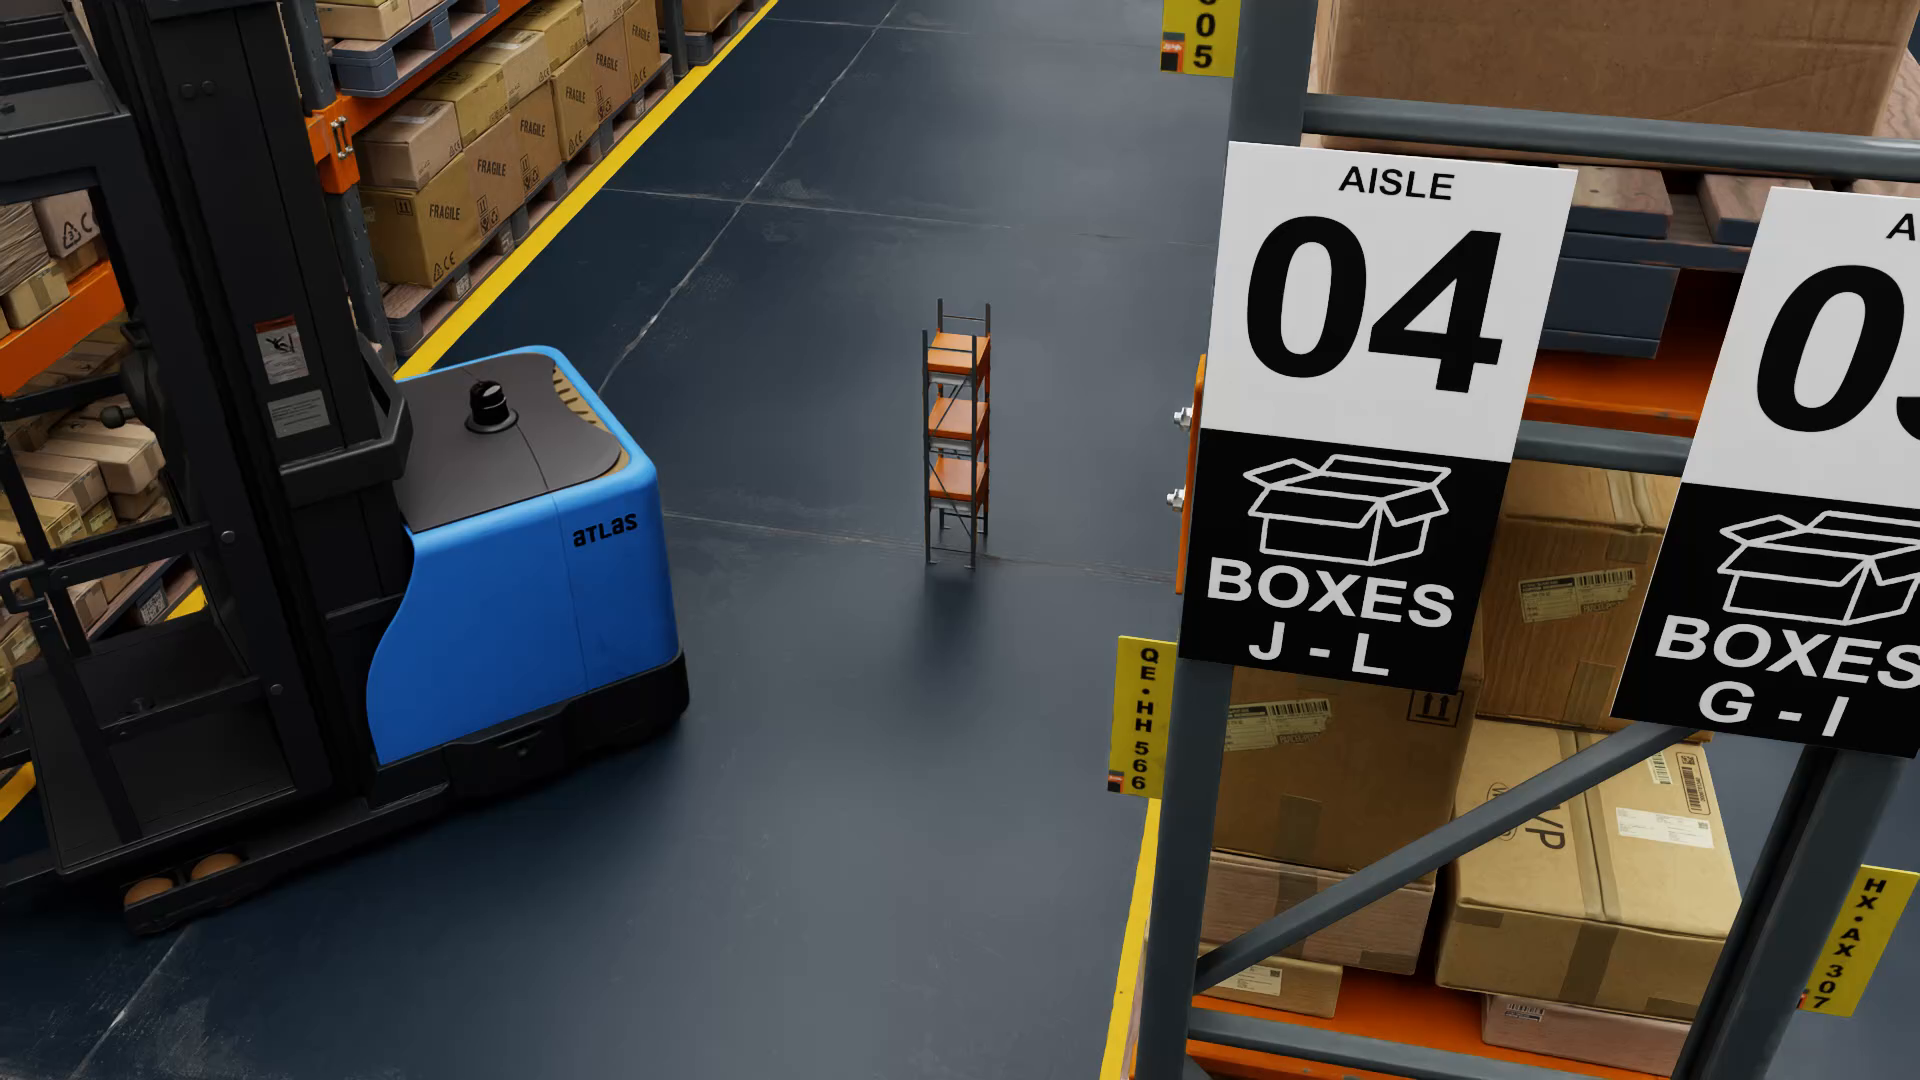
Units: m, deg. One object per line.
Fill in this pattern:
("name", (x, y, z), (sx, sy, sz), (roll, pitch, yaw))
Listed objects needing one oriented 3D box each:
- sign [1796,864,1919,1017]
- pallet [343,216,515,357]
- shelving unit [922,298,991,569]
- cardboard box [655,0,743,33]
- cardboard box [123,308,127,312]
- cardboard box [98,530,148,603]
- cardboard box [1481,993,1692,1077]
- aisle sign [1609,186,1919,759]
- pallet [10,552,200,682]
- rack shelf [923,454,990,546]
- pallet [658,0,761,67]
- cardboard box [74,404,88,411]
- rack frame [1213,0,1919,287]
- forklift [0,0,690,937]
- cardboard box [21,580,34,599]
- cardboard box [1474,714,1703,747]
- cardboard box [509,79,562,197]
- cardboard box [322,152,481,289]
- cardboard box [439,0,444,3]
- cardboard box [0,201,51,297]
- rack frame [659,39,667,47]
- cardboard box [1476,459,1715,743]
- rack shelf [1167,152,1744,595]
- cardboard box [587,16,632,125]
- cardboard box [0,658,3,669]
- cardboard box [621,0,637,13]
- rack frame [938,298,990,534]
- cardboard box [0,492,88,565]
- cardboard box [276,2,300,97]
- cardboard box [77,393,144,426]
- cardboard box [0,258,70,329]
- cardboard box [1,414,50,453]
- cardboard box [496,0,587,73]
("sign", (1.358, 0.615, 2.540), (0.100, 0.325, 0.005), (7, 37, 10))
("pallet", (-2.988, -1.366, 8.454), (1.003, 0.211, 1.213), (7, 37, 10))
("shelving unit", (-0.011, -0.394, 6.400), (0.215, 1.050, 0.252), (7, 37, 10))
("cardboard box", (-2.080, -3.938, 11.187), (1.050, 0.750, 0.750), (7, 36, 9))
("cardboard box", (-3.545, -0.983, 7.115), (0.380, 0.149, 0.250), (9, 37, 12))
("cardboard box", (-3.265, 0.081, 6.154), (0.380, 0.149, 0.250), (7, 37, 10))
("cardboard box", (1.215, 0.864, 3.216), (0.380, 0.149, 0.250), (8, 37, 10))
("aisle sign", (1.095, -0.049, 2.046), (0.394, 0.787, 0.004), (7, 37, 10))
("pallet", (-3.520, 0.172, 6.333), (1.003, 0.211, 1.213), (7, 37, 10))
("rack shelf", (-0.011, -0.161, 6.569), (0.215, 0.259, 0.240), (7, 37, 10))
("pallet", (-2.056, -3.655, 11.613), (1.003, 0.211, 1.213), (7, 37, 10))
("cardboard box", (-3.586, -0.562, 6.787), (0.380, 0.149, 0.250), (6, 36, 8))
("rack frame", (0.817, -1.504, 1.158), (1.000, 3.000, 0.127), (7, 37, 10))
("forklift", (-2.478, -0.342, 4.725), (3.031, 2.935, 1.130), (-19, 40, -25))
("cardboard box", (-3.423, 0.081, 5.900), (0.380, 0.149, 0.250), (9, 37, 12))
("cardboard box", (1.288, 0.325, 3.620), (0.500, 0.250, 0.500), (7, 37, 9))
("cardboard box", (-2.525, -2.202, 9.004), (0.500, 0.500, 0.500), (8, 37, 11))
("cardboard box", (-2.736, -1.597, 8.169), (0.500, 0.500, 0.500), (9, 37, 12))
("cardboard box", (-2.508, -2.587, 7.620), (0.380, 0.149, 0.250), (8, 37, 10))
("cardboard box", (-3.332, -1.021, 5.264), (0.500, 0.500, 0.500), (6, 36, 9))
("rack frame", (-2.295, -4.341, 10.183), (0.949, 2.616, 0.053), (7, 37, 10))
("cardboard box", (1.290, 0.033, 3.383), (0.500, 0.500, 0.500), (6, 36, 9))
("rack shelf", (1.244, -1.145, 3.831), (1.077, 0.370, 4.000), (7, 37, 10))
("cardboard box", (-2.298, -2.792, 9.819), (0.500, 0.500, 0.500), (9, 37, 12))
("cardboard box", (-3.404, 0.406, 5.452), (0.380, 0.149, 0.250), (8, 37, 11))
("cardboard box", (-2.188, -3.378, 9.988), (0.500, 0.250, 0.500), (6, 36, 9))
("rack frame", (0.015, -0.464, 6.496), (0.200, 1.050, 0.008), (7, 37, 10))
("cardboard box", (-3.301, -0.026, 5.795), (0.380, 0.149, 0.250), (8, 37, 11))
("cardboard box", (-2.980, -1.896, 6.472), (0.500, 0.500, 0.500), (7, 37, 10))
("cardboard box", (-3.135, -0.467, 6.403), (0.380, 0.149, 0.250), (6, 36, 8))
("cardboard box", (-3.248, -0.848, 5.578), (0.380, 0.149, 0.250), (8, 37, 11))
("cardboard box", (-3.696, -0.377, 6.279), (0.380, 0.149, 0.250), (6, 36, 8))
("cardboard box", (-2.409, -2.798, 9.187), (0.500, 0.250, 0.500), (8, 37, 11))
